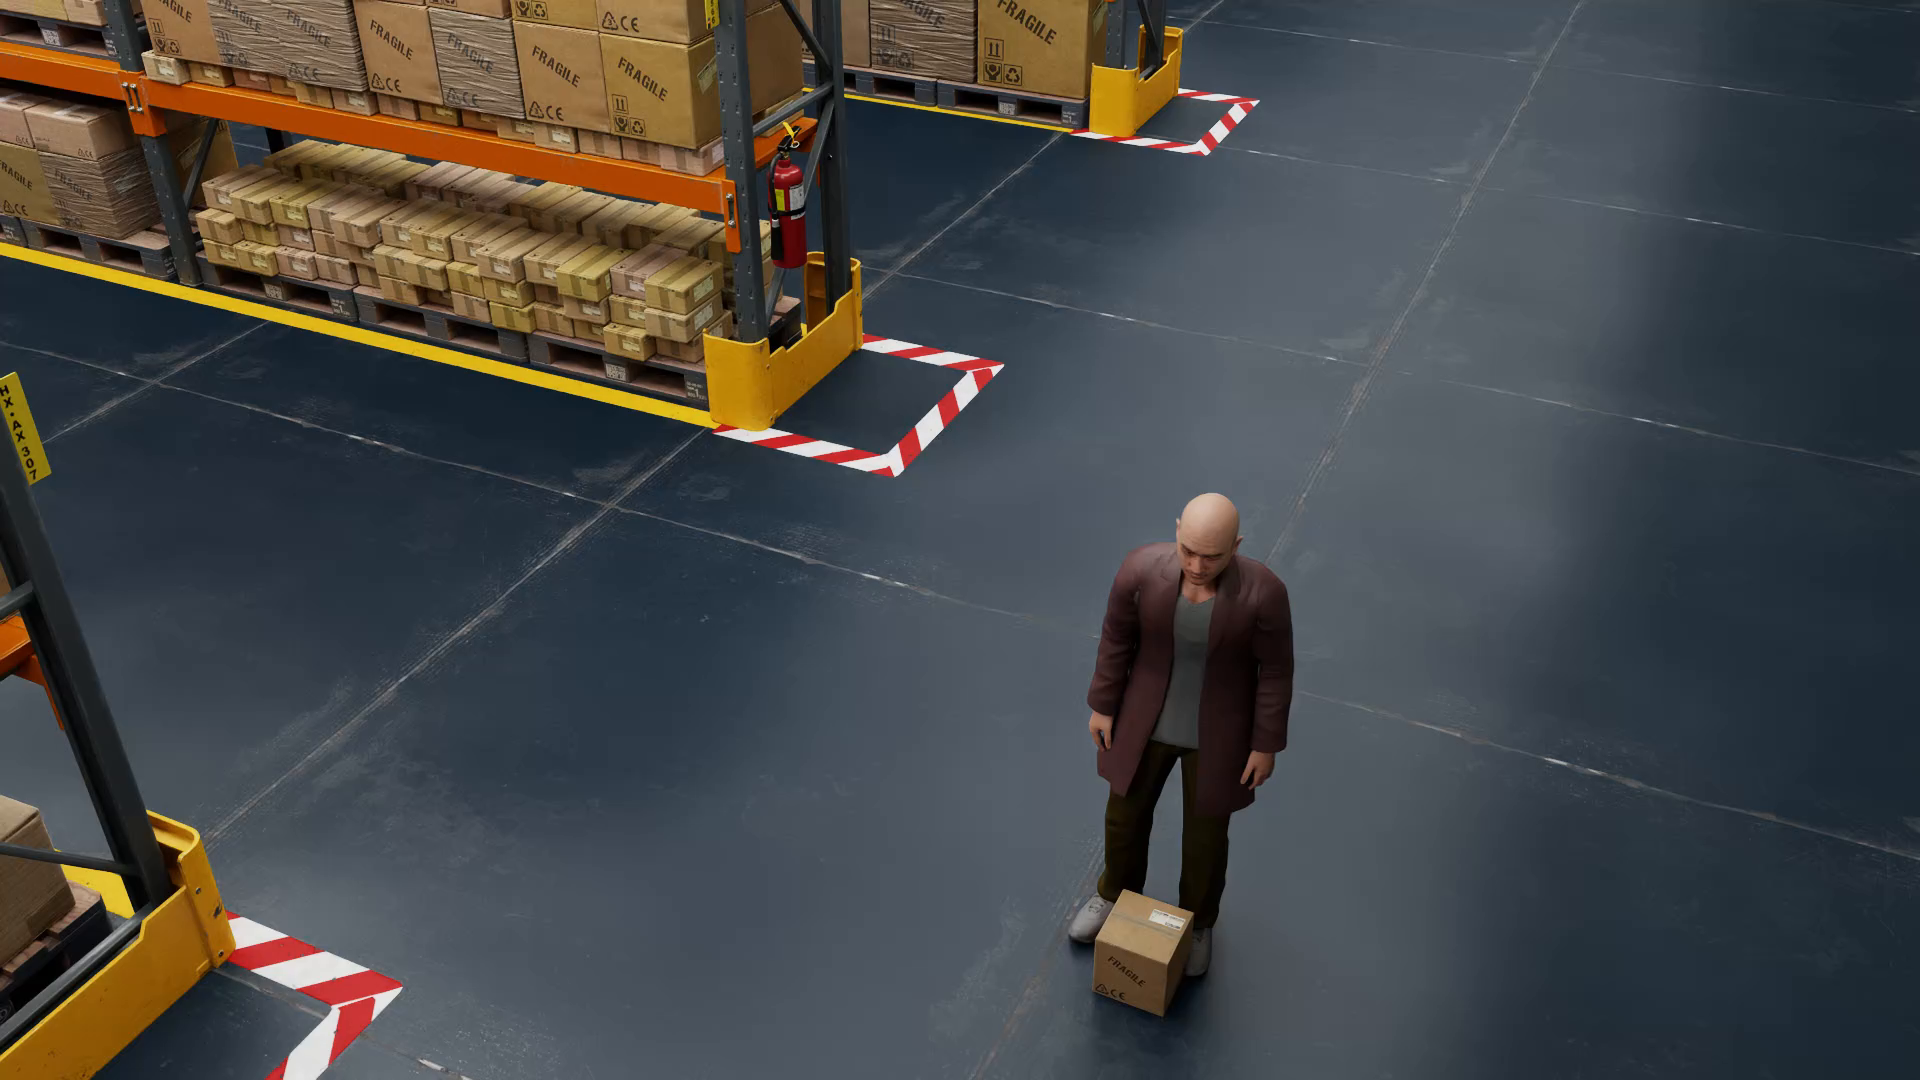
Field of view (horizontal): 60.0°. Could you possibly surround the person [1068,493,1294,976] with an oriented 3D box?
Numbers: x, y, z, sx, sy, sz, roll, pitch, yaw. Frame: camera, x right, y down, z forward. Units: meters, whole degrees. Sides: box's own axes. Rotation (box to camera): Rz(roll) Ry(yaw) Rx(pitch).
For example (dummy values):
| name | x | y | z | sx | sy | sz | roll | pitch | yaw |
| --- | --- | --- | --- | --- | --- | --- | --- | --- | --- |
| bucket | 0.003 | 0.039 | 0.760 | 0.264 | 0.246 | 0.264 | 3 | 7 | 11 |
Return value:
| name | x | y | z | sx | sy | sz | roll | pitch | yaw |
| --- | --- | --- | --- | --- | --- | --- | --- | --- | --- |
| person | 0.708 | 0.595 | 5.249 | 0.644 | 1.772 | 0.429 | 12 | 35 | 18 |
